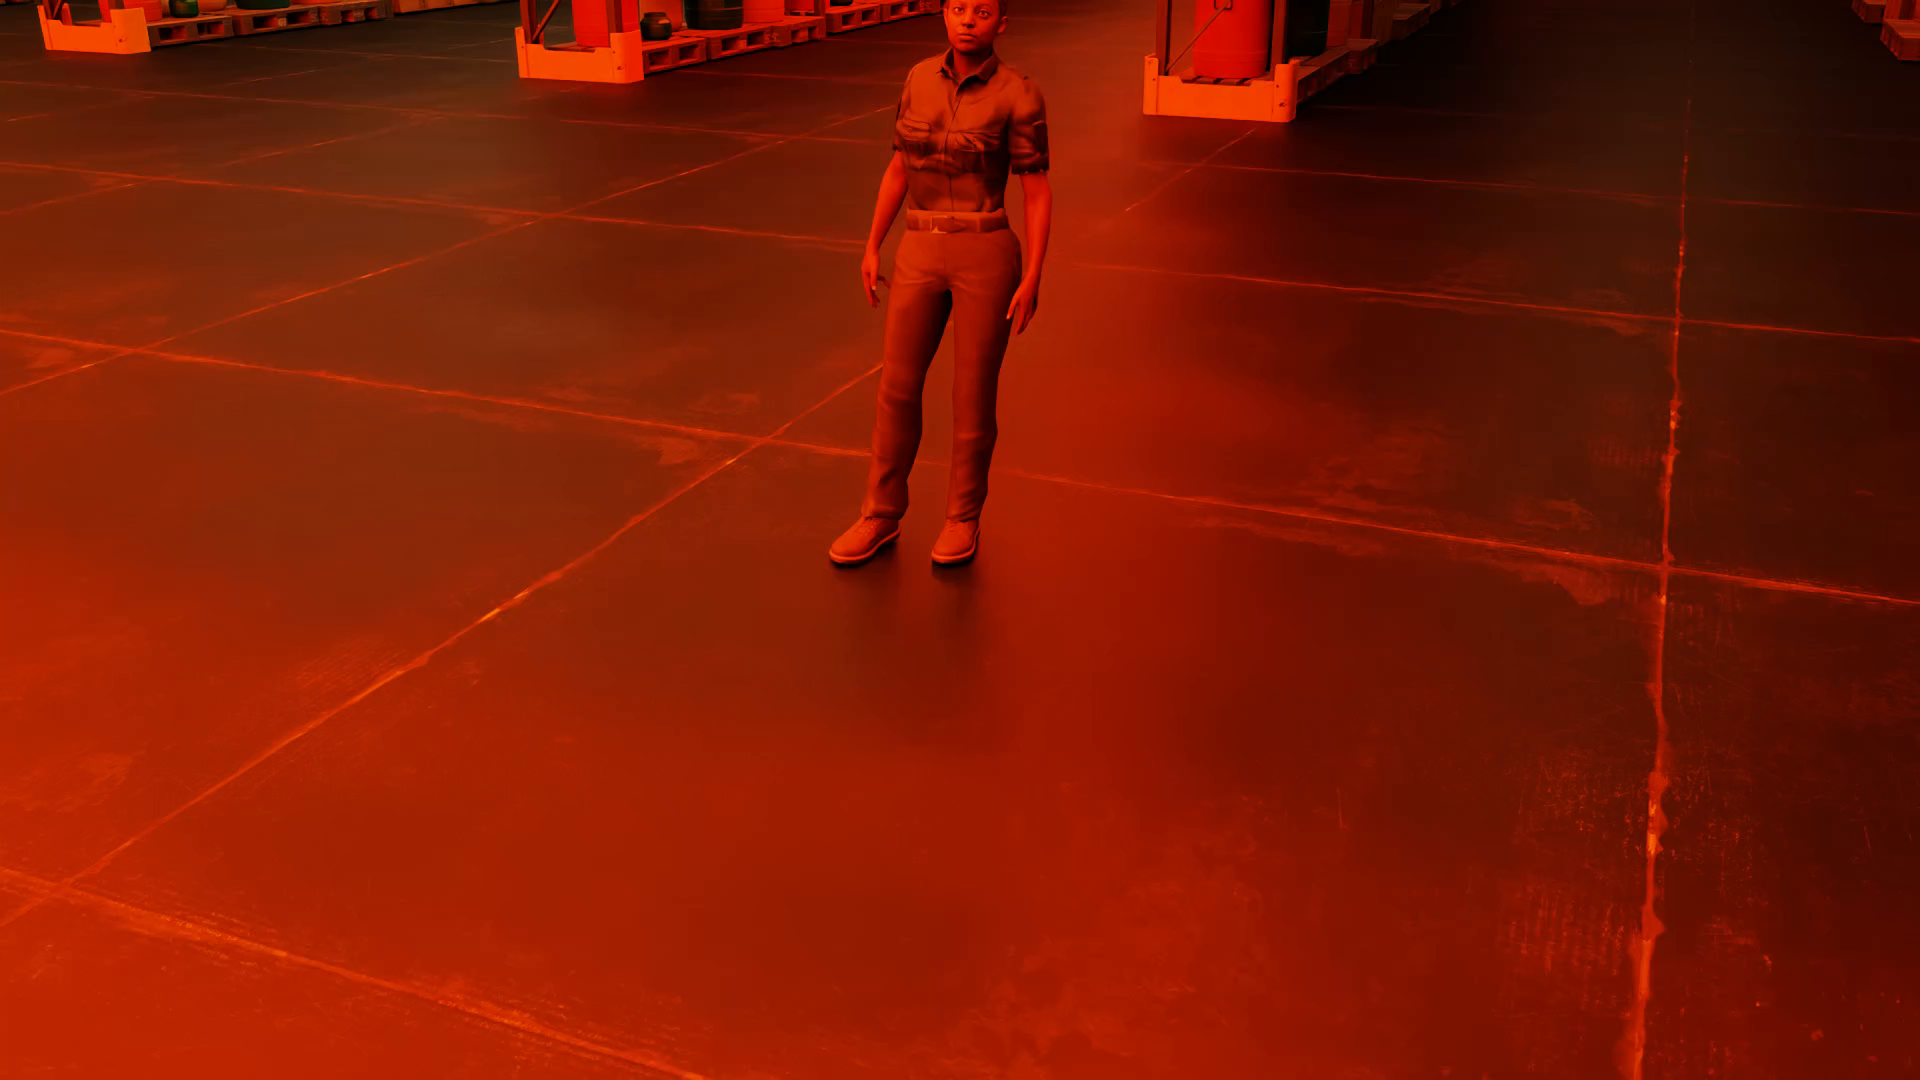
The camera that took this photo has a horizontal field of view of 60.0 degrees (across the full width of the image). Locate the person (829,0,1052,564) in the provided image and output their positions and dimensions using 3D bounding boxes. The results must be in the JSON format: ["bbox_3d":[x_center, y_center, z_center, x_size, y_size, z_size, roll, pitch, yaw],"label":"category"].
[{"bbox_3d":[-0.052,-0.742,4.704,0.569,1.654,0.504,9,24,21],"label":"person"}]
